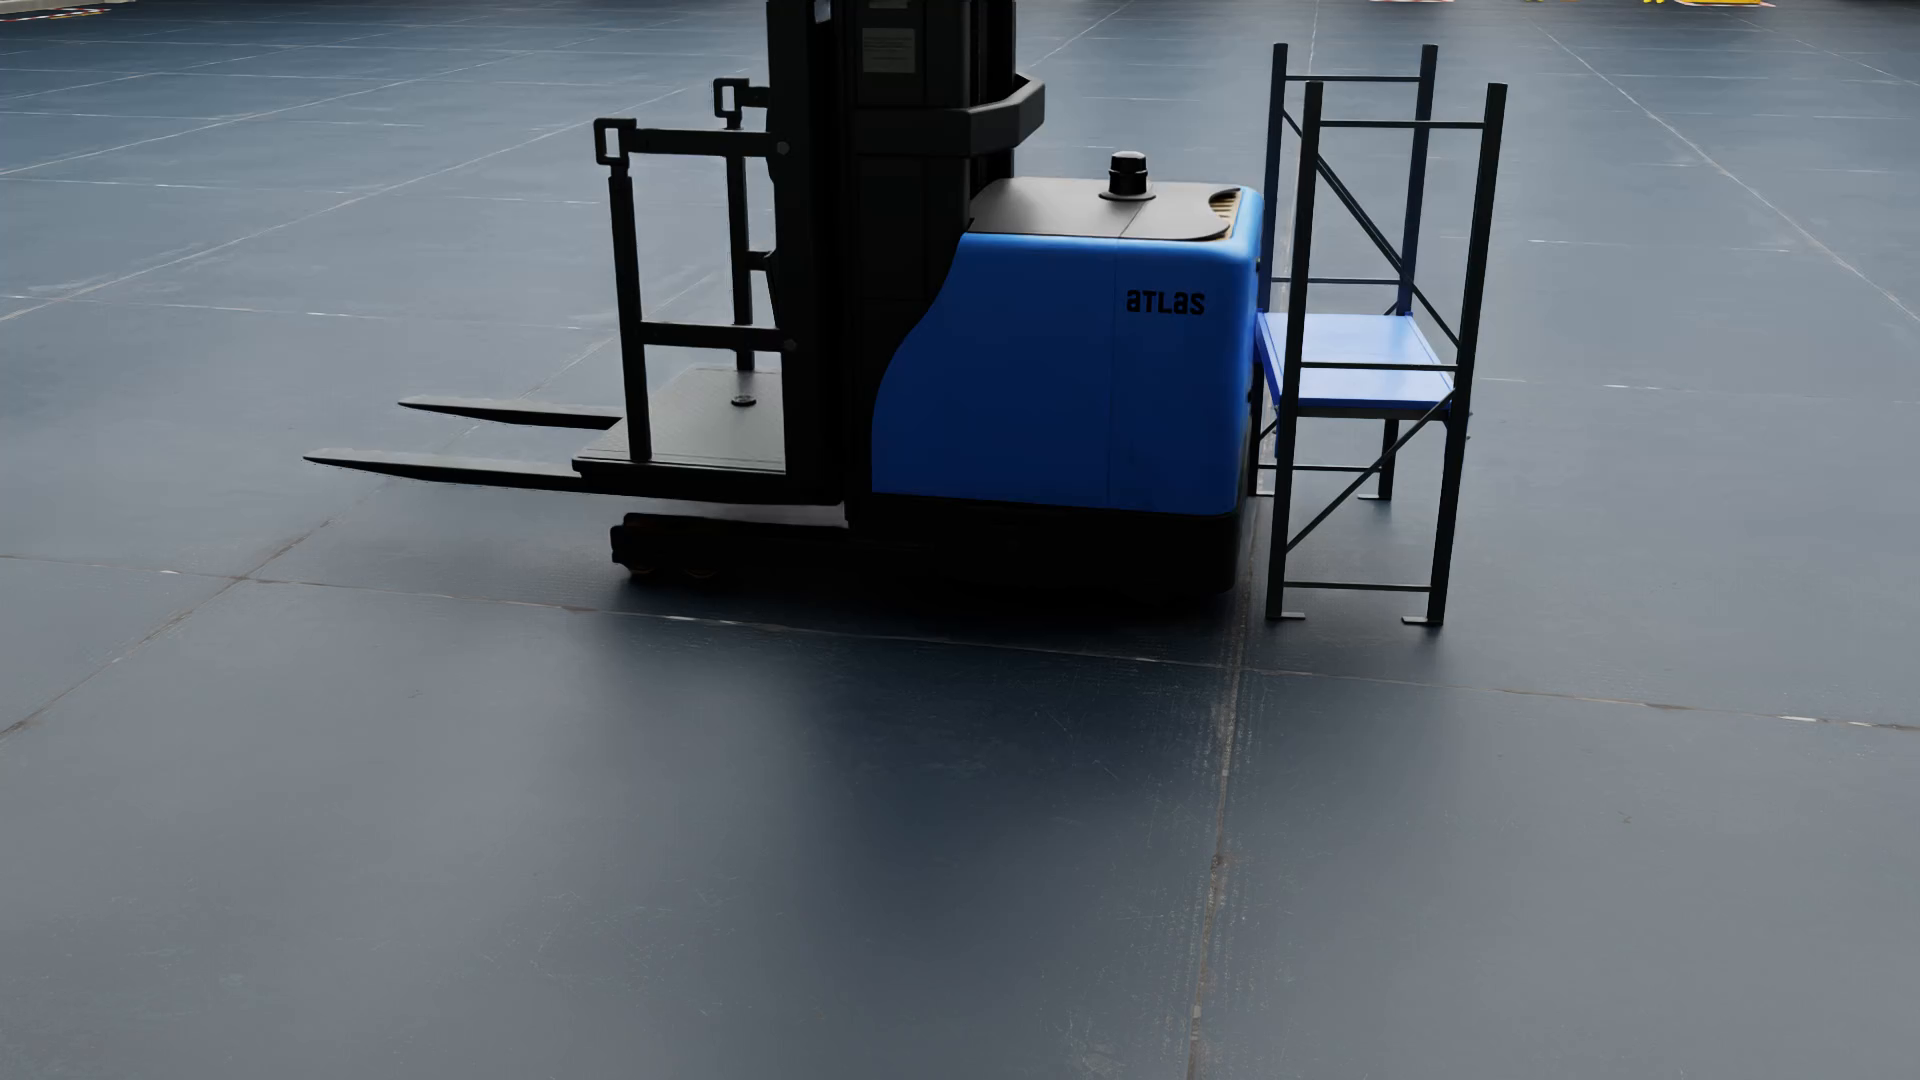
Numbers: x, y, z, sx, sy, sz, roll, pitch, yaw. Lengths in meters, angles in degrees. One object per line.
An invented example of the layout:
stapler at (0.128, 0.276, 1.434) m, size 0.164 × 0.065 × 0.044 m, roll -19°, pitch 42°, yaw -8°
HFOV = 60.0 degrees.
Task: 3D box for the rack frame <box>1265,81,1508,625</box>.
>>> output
rack frame at (1.133, -0.467, 4.506) m, size 0.500 × 1.500 × 0.032 m, roll 2°, pitch 22°, yaw 5°

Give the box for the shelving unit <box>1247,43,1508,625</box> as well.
shelving unit at (1.180, -0.656, 4.975) m, size 0.538 × 1.500 × 1.048 m, roll 2°, pitch 22°, yaw 5°

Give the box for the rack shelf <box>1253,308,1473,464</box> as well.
rack shelf at (1.180, -0.489, 5.042) m, size 0.538 × 0.185 × 1.000 m, roll 2°, pitch 22°, yaw 5°

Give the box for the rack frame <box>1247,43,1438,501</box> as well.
rack frame at (1.228, -0.845, 5.445) m, size 0.500 × 1.500 × 0.032 m, roll 2°, pitch 22°, yaw 5°

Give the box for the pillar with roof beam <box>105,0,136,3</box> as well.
pillar with roof beam at (-9.530, -12.643, 24.700) m, size 9.100 × 9.000 × 0.400 m, roll 4°, pitch 22°, yaw 11°

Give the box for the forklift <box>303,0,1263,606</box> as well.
forklift at (-0.599, -1.431, 4.984) m, size 3.031 × 2.935 × 1.130 m, roll 4°, pitch 22°, yaw 11°

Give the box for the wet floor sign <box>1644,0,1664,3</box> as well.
wet floor sign at (11.347, -9.092, 27.066) m, size 0.267 × 0.644 × 0.232 m, roll 13°, pitch 25°, yaw 29°

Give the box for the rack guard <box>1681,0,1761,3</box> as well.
rack guard at (12.448, -9.041, 27.132) m, size 1.175 × 0.500 × 0.348 m, roll 4°, pitch 22°, yaw 11°
